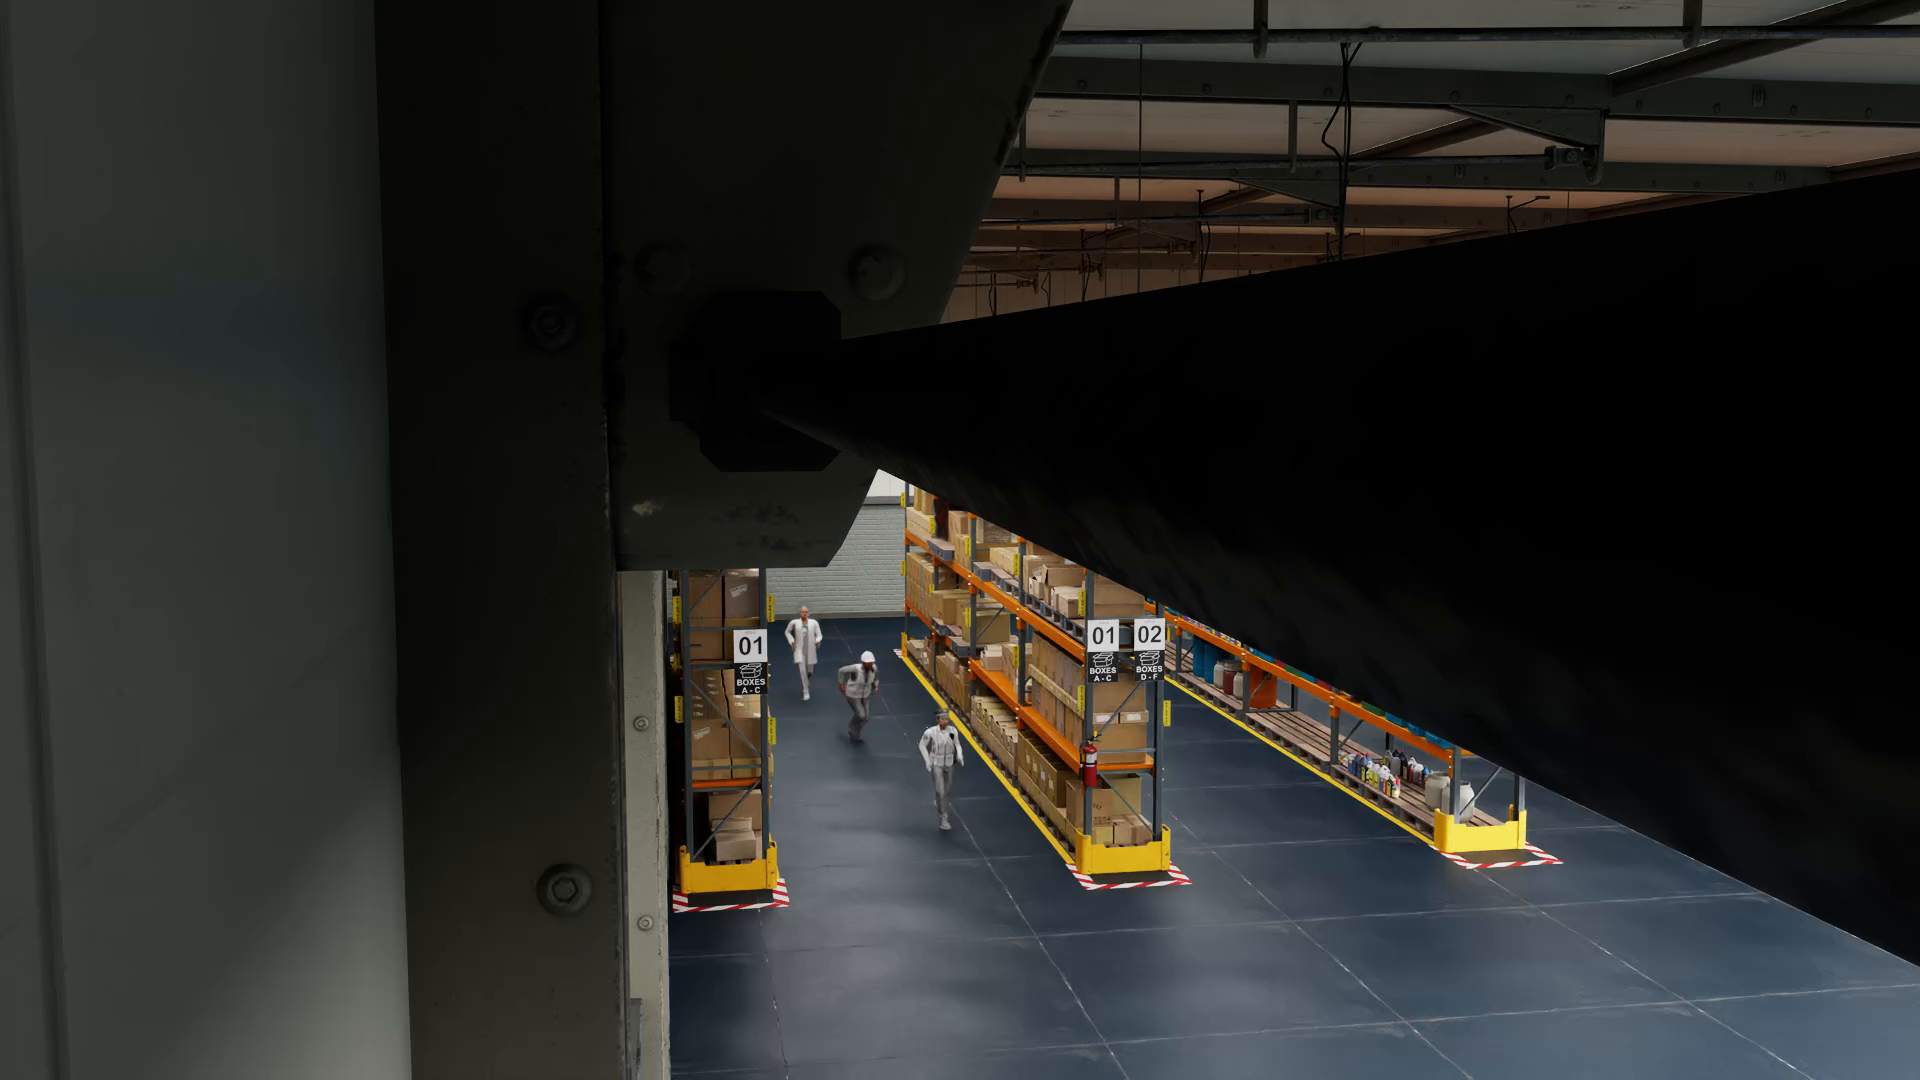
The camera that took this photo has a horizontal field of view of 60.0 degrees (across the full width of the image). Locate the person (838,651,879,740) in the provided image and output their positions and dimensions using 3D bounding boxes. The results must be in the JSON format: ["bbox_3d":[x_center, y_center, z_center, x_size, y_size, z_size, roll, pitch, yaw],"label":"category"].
[{"bbox_3d":[-1.701,2.635,28.000,0.684,1.598,0.865,-4,7,-31],"label":"person"}]

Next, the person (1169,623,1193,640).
[{"bbox_3d":[5.036,1.493,38.466,0.678,1.723,0.725,1,6,13],"label":"person"}]

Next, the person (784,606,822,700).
[{"bbox_3d":[-3.008,2.152,32.031,0.711,1.765,0.880,-1,6,-13],"label":"person"}]

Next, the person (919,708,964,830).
[{"bbox_3d":[-0.283,3.124,23.128,0.599,1.675,0.777,-2,6,-19],"label":"person"}]
